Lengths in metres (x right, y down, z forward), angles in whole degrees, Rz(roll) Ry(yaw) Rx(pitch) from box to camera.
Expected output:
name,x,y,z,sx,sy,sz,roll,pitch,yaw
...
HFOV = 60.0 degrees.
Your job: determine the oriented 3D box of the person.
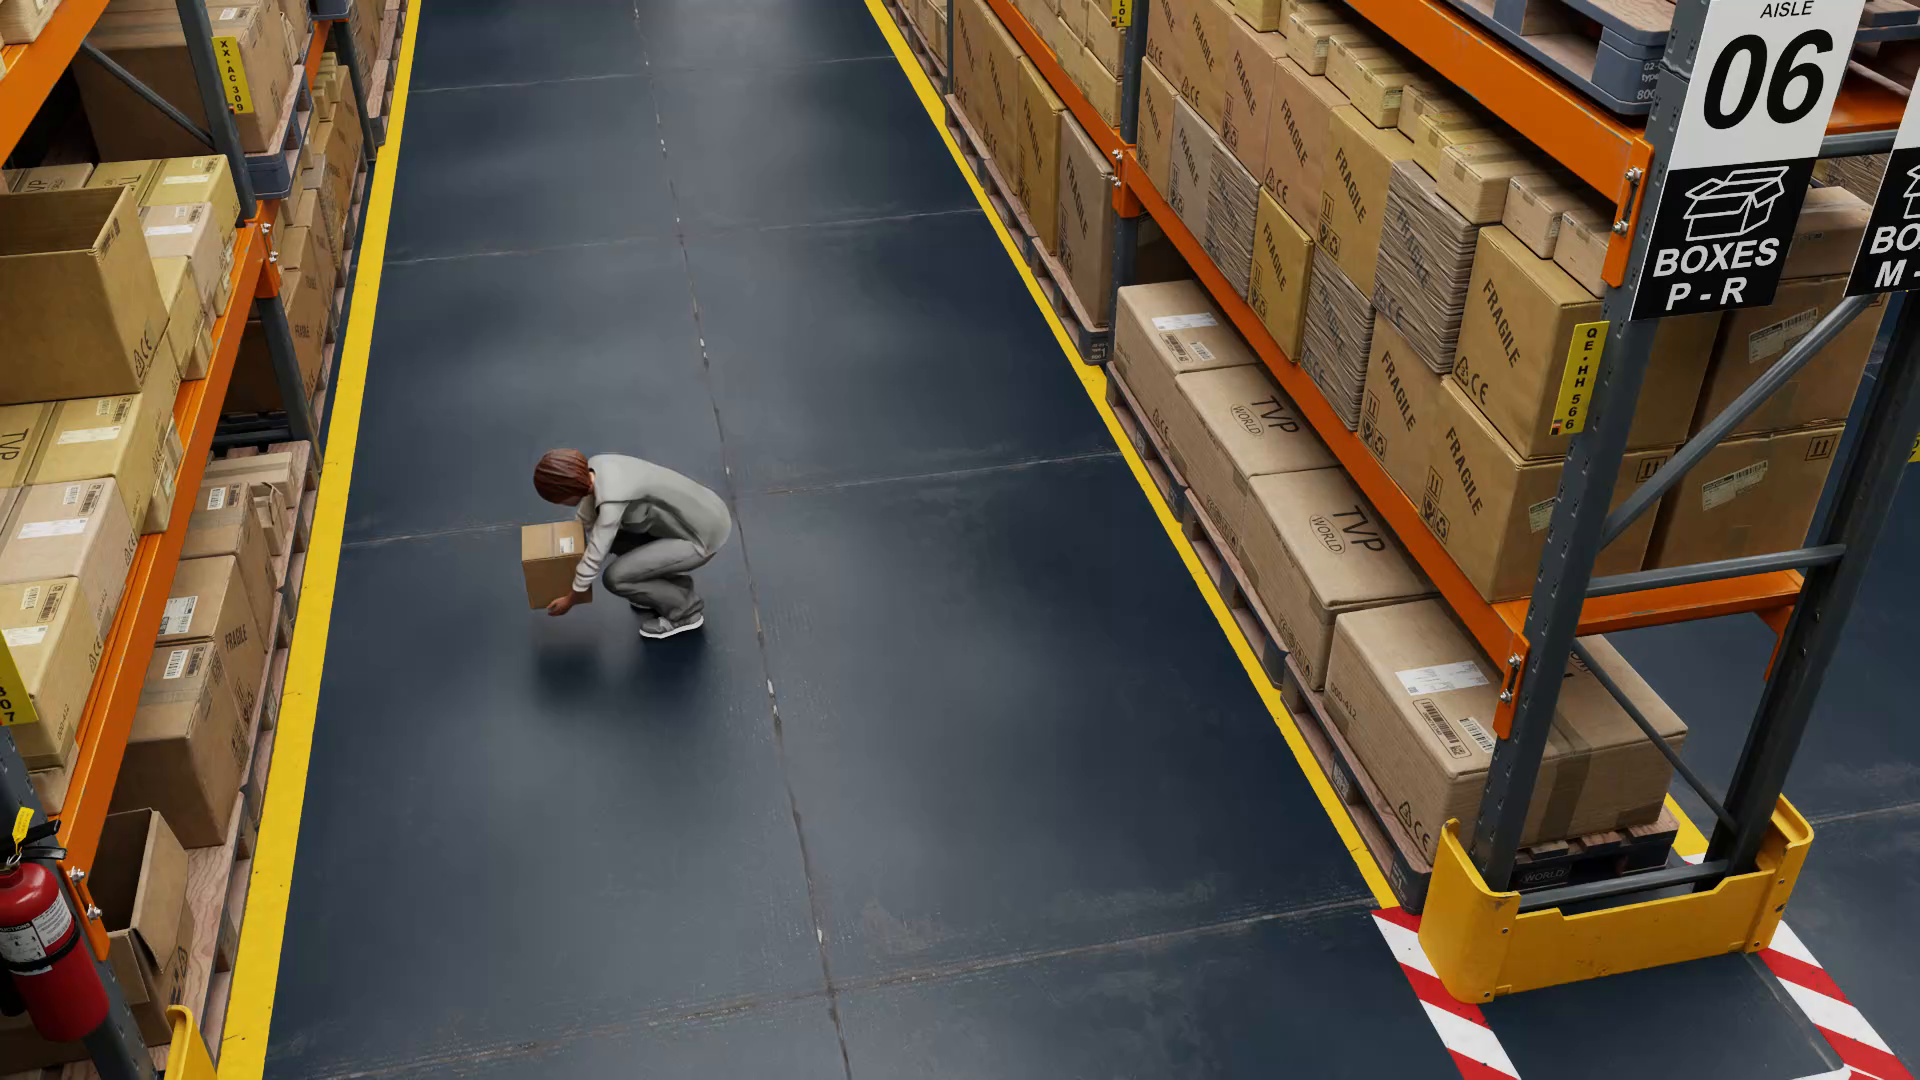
name,x,y,z,sx,sy,sz,roll,pitch,yaw
person,-1.329,-0.017,6.806,0.792,0.884,0.458,-7,35,-10
